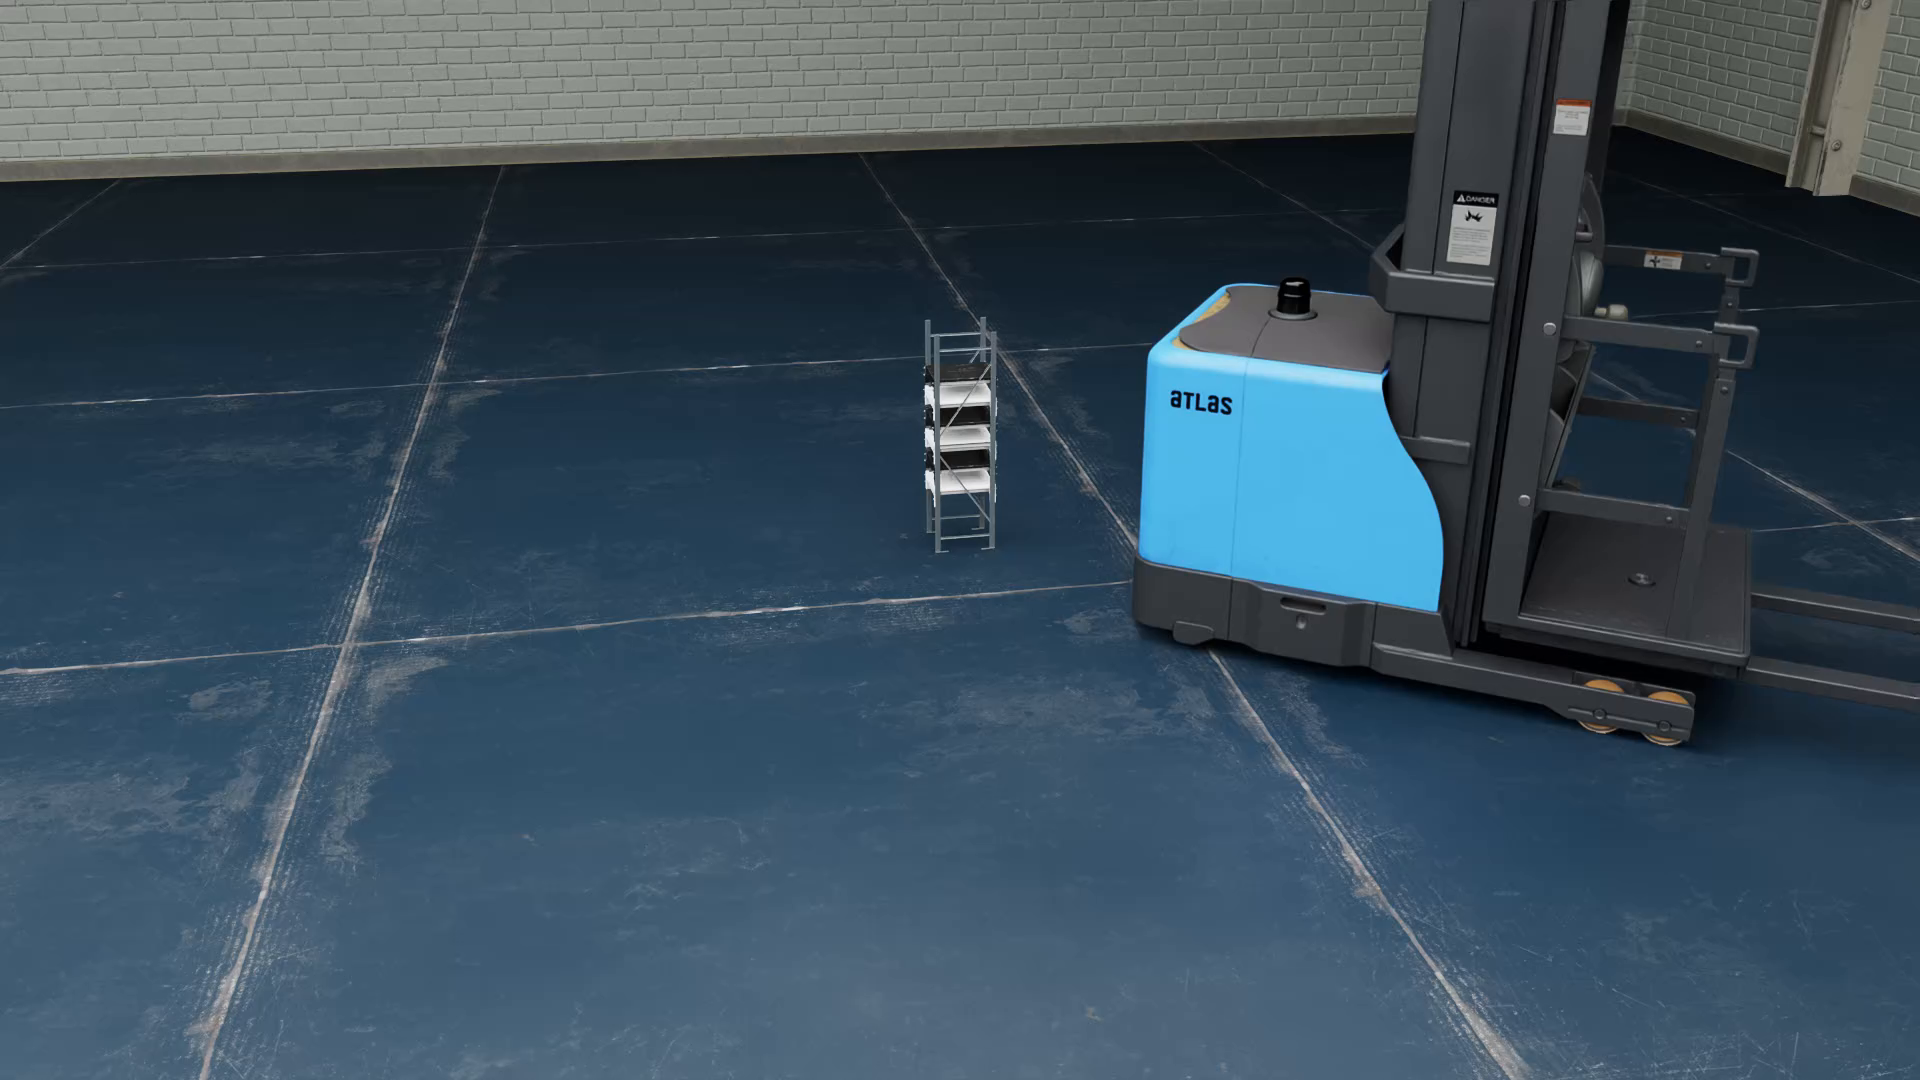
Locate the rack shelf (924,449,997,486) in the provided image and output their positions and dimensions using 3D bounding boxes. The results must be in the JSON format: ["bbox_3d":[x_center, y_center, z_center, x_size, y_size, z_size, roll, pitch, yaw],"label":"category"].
[{"bbox_3d":[0.001,-0.296,6.612,0.258,0.077,0.200,-4,24,-10],"label":"rack shelf"}]

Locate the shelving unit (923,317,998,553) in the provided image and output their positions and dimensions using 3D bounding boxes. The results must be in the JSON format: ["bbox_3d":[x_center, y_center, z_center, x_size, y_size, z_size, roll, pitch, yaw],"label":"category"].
[{"bbox_3d":[0.001,-0.409,6.563,0.258,0.900,0.210,-4,24,-10],"label":"shelving unit"}]

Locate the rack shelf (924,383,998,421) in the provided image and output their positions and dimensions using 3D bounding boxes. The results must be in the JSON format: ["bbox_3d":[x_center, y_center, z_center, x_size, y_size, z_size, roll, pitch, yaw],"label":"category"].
[{"bbox_3d":[0.001,-0.544,6.504,0.258,0.077,0.200,-4,24,-10],"label":"rack shelf"}]

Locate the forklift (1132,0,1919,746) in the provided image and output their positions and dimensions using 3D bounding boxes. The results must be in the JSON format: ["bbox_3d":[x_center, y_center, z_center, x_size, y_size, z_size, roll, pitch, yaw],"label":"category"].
[{"bbox_3d":[2.179,-0.935,5.229,3.031,2.935,1.130,10,26,22],"label":"forklift"}]

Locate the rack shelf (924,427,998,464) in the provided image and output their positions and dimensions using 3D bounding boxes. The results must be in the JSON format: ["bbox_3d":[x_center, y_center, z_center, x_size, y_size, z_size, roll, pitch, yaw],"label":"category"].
[{"bbox_3d":[0.001,-0.379,6.576,0.258,0.077,0.200,-4,24,-10],"label":"rack shelf"}]

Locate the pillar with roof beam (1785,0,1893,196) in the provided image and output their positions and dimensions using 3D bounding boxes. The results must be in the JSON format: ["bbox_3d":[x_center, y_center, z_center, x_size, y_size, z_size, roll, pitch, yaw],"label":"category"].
[{"bbox_3d":[2.488,-6.545,10.493,9.100,9.000,0.400,-4,24,-10],"label":"pillar with roof beam"}]

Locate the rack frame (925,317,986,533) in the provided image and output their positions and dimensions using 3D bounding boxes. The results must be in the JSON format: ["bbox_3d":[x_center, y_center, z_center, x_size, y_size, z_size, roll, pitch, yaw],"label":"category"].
[{"bbox_3d":[-0.017,-0.449,6.654,0.240,0.900,0.006,-4,24,-10],"label":"rack frame"}]

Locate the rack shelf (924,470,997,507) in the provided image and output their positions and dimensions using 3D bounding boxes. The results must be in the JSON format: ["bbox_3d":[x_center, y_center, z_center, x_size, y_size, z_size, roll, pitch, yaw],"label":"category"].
[{"bbox_3d":[0.001,-0.214,6.648,0.258,0.077,0.200,-4,24,-10],"label":"rack shelf"}]

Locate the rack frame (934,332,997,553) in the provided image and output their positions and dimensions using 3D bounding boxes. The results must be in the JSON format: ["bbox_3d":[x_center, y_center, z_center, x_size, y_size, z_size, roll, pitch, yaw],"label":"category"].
[{"bbox_3d":[0.020,-0.369,6.471,0.240,0.900,0.006,-4,24,-10],"label":"rack frame"}]

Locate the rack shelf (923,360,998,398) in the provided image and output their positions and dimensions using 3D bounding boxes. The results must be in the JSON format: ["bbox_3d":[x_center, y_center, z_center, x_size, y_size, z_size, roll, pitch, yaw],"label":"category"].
[{"bbox_3d":[0.001,-0.626,6.468,0.258,0.077,0.200,-4,24,-10],"label":"rack shelf"}]

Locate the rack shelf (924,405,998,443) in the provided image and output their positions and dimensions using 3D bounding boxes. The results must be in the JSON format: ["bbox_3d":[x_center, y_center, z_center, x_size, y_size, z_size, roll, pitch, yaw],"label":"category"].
[{"bbox_3d":[0.001,-0.461,6.540,0.258,0.077,0.200,-4,24,-10],"label":"rack shelf"}]
